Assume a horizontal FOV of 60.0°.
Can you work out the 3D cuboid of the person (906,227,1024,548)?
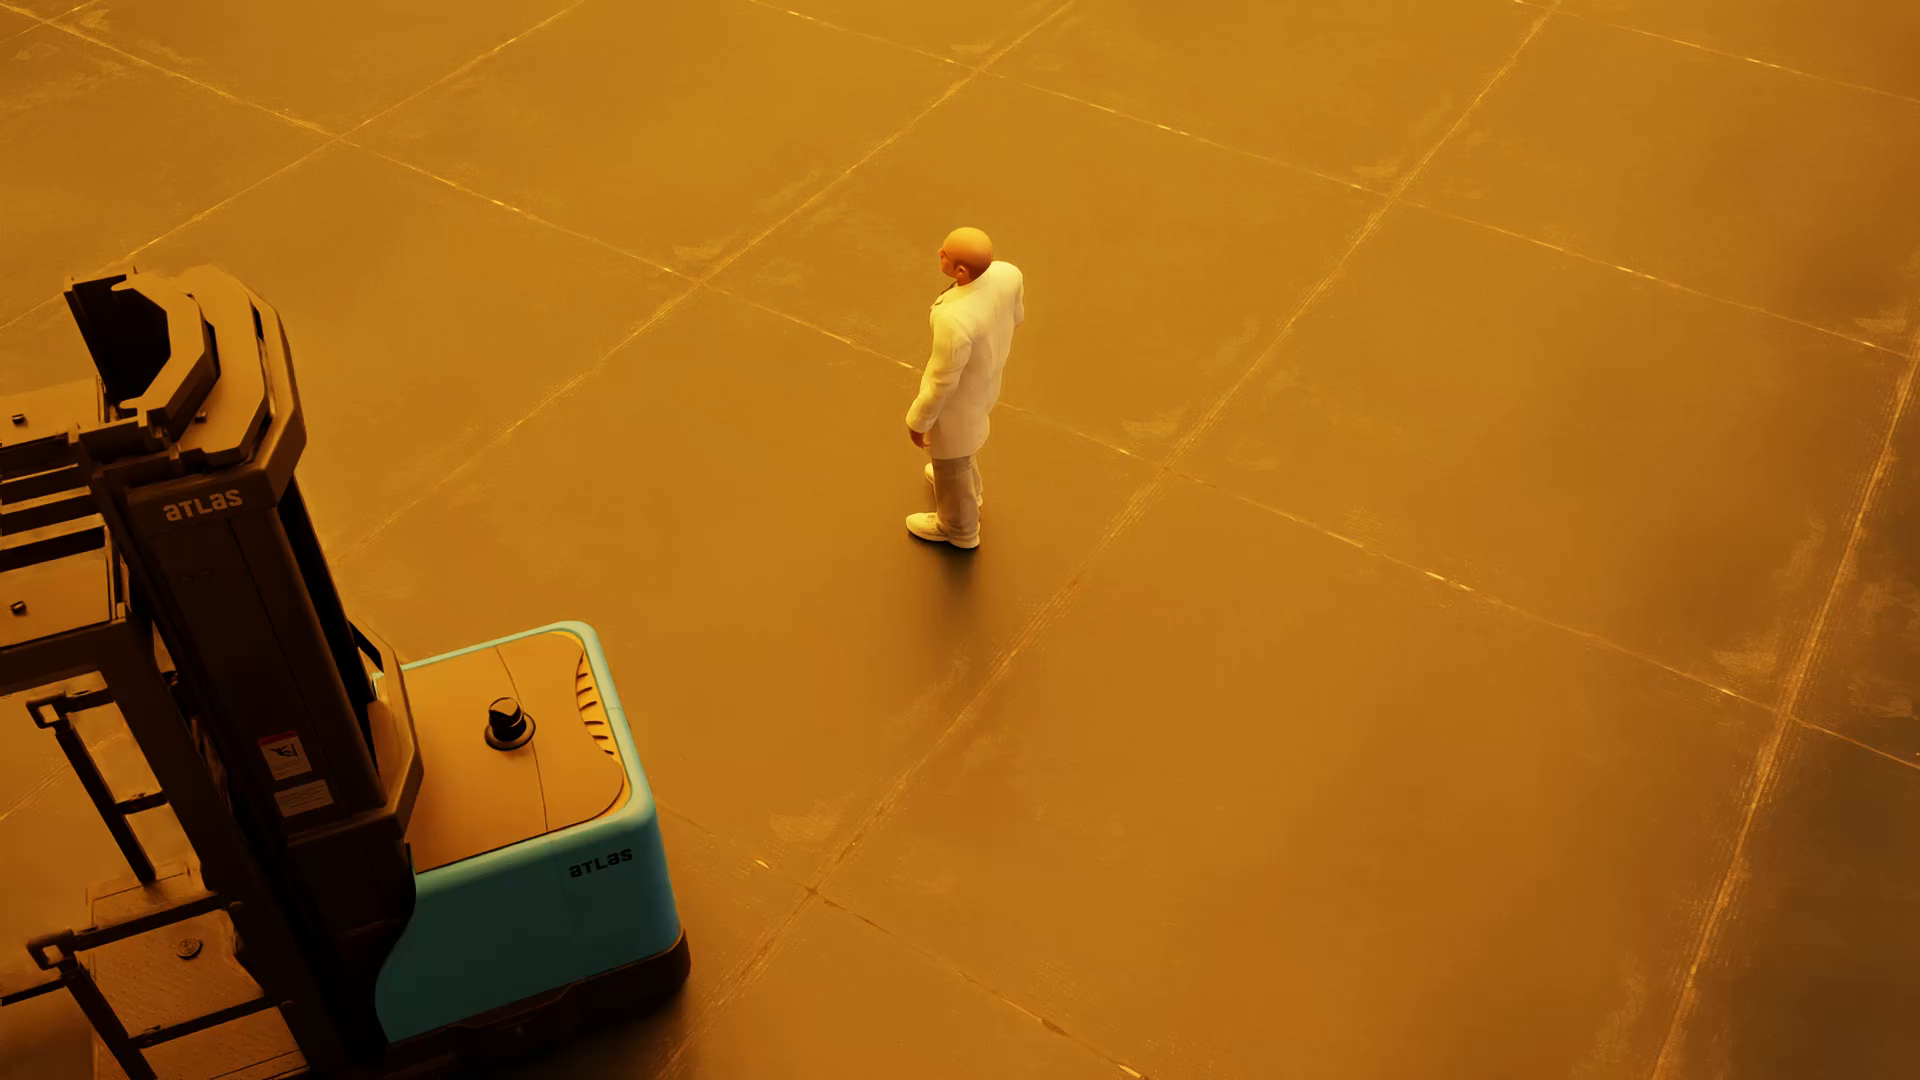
[{"bbox_3d":[-0.074,-0.687,7.400,0.582,1.775,0.696,24,48,23],"label":"person"}]

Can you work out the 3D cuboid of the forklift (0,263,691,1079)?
[{"bbox_3d":[-2.571,0.684,5.127,3.031,2.935,1.130,-16,46,-16],"label":"forklift"}]
